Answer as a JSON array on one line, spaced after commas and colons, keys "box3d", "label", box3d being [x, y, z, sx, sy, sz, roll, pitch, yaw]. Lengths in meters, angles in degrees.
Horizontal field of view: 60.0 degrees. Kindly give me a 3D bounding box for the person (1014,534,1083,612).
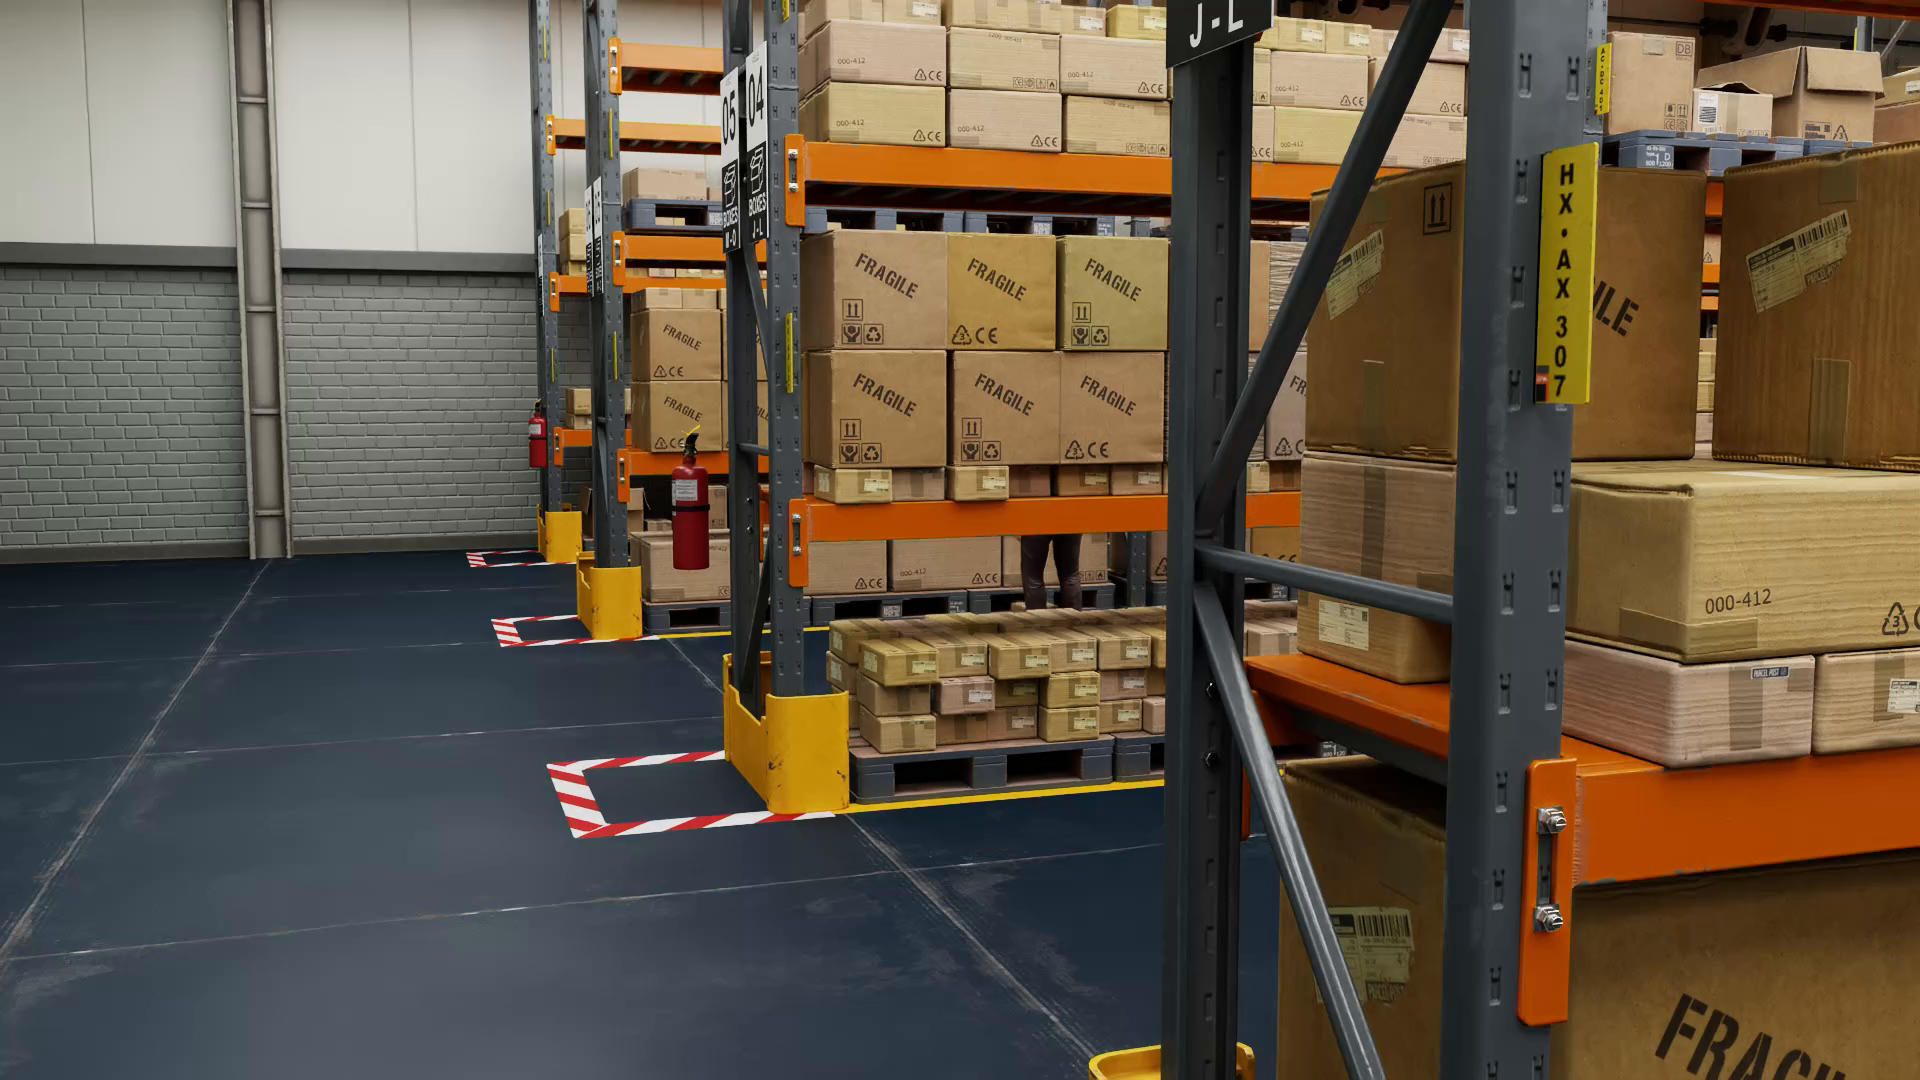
[{"box3d": [0.604, -0.134, 11.287, 0.581, 1.719, 0.475, -2, 6, -22], "label": "person"}]
